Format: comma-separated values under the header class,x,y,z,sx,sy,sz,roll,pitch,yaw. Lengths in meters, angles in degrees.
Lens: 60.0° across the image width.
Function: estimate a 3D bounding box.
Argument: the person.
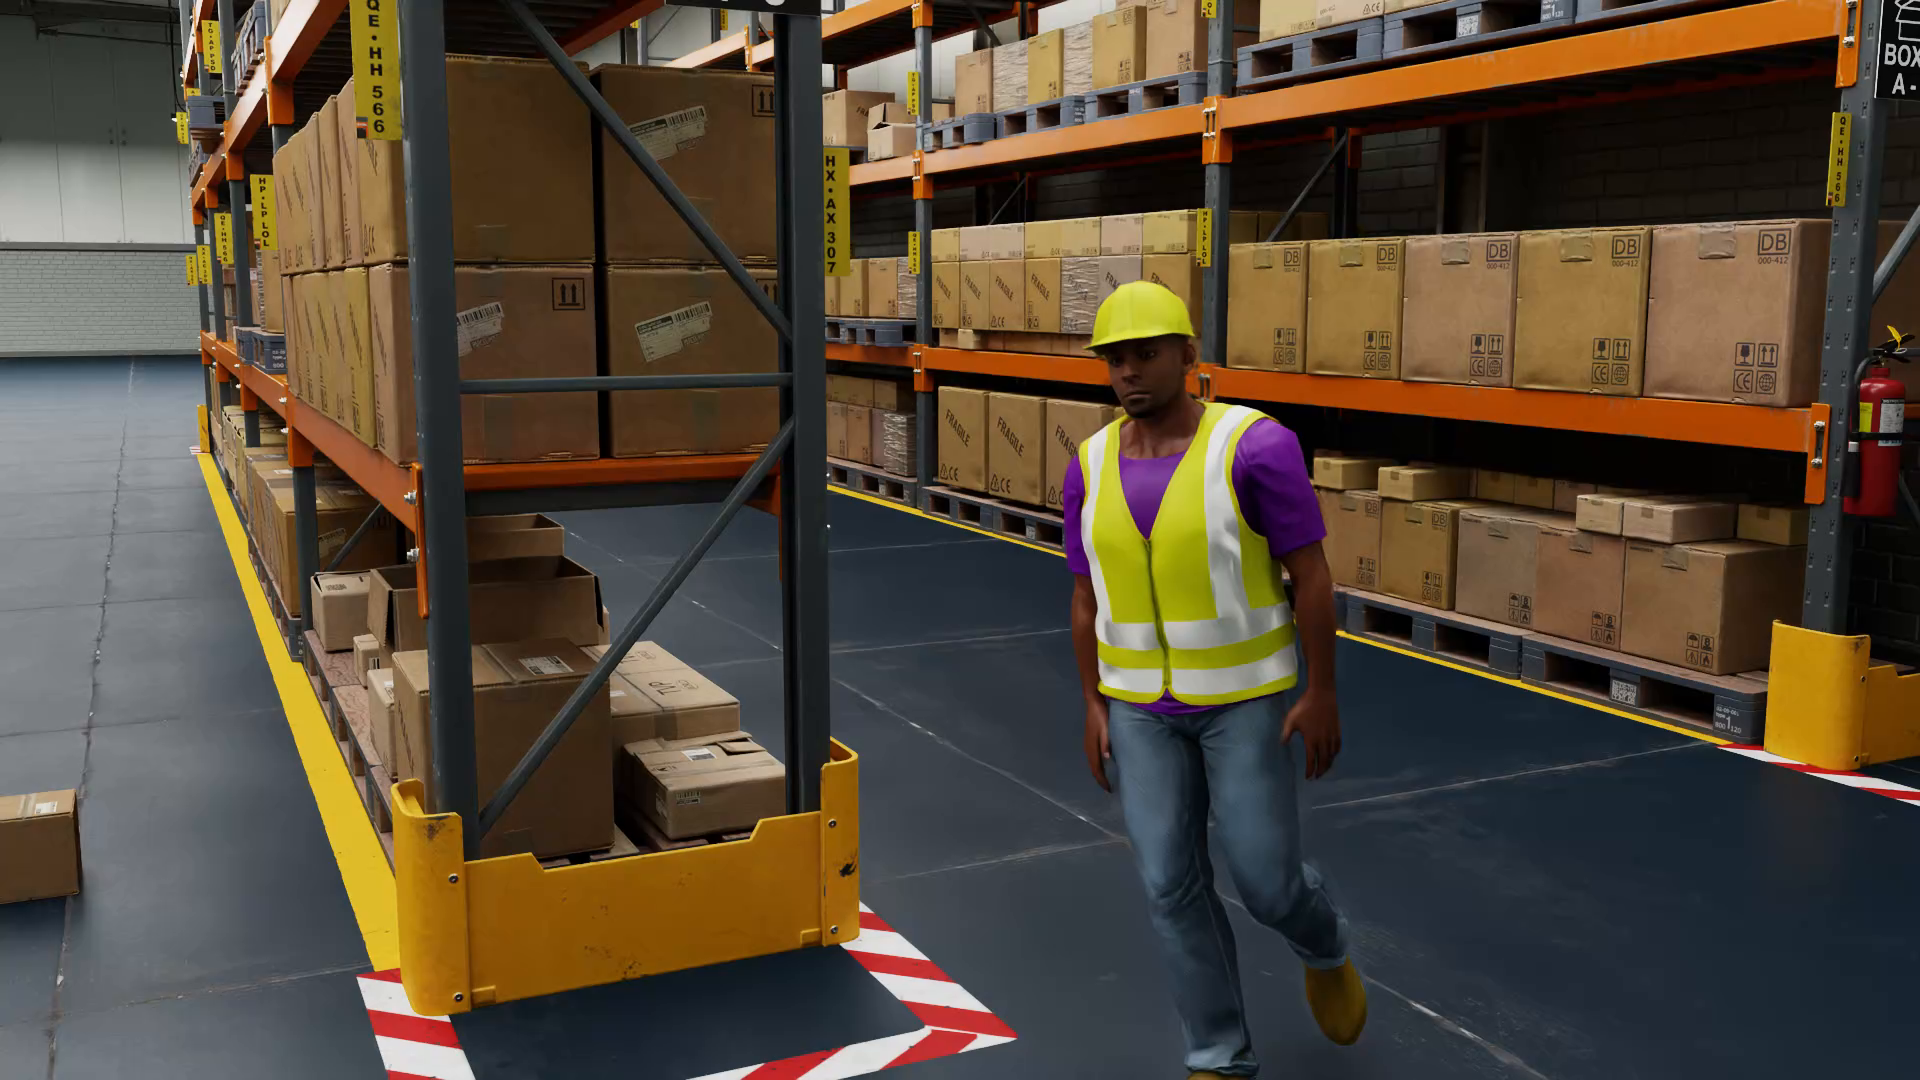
class,x,y,z,sx,sy,sz,roll,pitch,yaw
person,0.522,0.325,3.562,0.622,1.738,0.686,5,10,31
